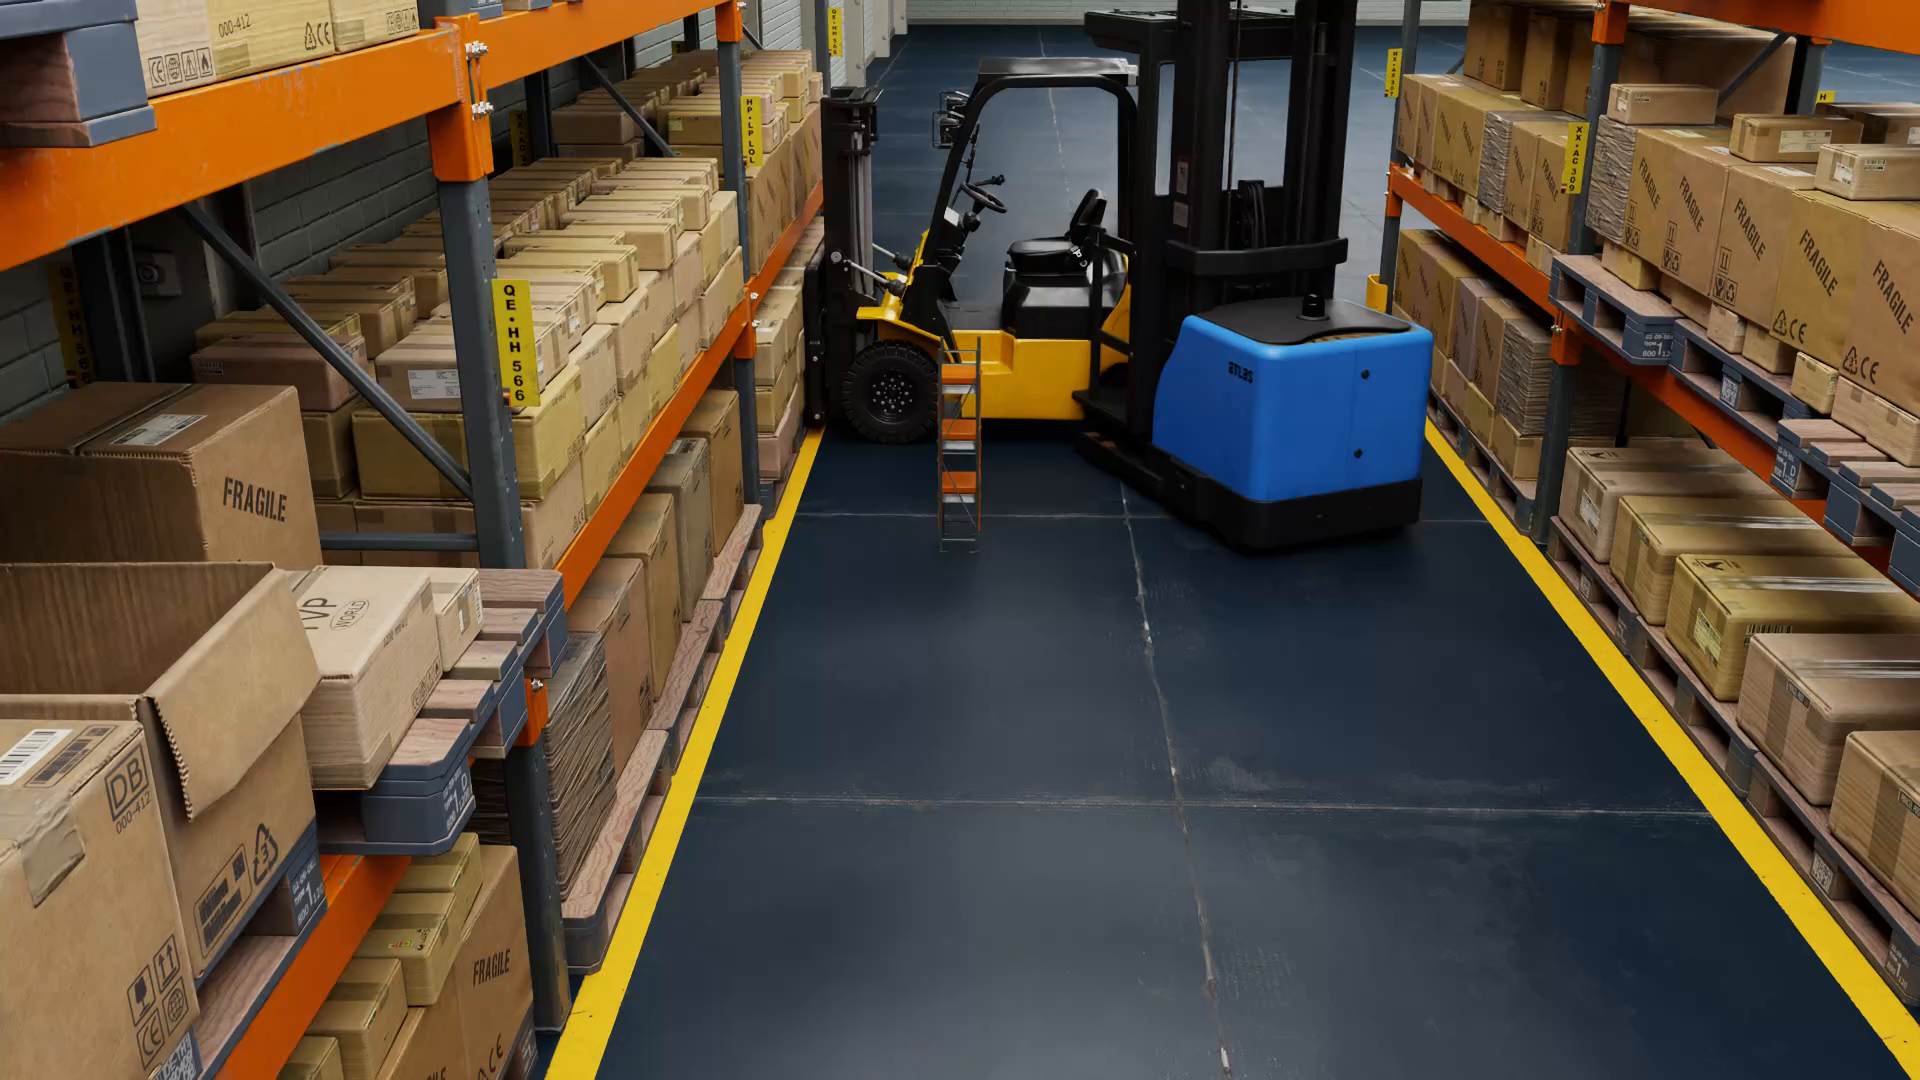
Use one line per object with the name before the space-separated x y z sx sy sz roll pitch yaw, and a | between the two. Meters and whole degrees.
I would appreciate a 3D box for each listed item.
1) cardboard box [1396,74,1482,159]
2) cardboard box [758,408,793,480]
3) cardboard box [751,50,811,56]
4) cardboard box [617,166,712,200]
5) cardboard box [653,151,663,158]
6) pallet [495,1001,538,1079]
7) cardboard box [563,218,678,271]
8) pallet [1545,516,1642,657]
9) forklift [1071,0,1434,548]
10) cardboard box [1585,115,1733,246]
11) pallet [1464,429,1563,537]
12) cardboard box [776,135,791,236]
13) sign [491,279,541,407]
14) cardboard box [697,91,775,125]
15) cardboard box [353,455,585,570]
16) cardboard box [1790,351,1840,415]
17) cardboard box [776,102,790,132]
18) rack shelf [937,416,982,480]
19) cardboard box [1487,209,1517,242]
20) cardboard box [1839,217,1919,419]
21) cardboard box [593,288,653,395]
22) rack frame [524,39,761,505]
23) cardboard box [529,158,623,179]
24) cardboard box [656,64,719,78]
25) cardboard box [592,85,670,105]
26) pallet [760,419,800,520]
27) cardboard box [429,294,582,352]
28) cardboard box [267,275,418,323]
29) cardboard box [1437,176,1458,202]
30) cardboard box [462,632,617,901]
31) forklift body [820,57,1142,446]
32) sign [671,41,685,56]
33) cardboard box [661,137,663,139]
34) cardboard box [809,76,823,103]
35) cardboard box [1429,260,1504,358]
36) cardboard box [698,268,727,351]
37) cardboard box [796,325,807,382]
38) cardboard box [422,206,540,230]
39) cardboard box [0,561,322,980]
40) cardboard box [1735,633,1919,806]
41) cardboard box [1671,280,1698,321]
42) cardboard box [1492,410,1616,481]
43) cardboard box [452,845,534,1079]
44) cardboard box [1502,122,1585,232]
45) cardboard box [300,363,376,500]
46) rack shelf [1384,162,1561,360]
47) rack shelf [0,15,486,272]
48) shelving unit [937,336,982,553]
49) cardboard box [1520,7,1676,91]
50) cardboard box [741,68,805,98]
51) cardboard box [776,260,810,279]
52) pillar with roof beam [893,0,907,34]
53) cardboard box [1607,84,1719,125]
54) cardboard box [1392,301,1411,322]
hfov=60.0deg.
cardboard box | 3.259 -2.846 11.169 0.500 0.500 0.500 0 21 1
cardboard box | -1.187 -0.521 8.947 0.500 0.250 0.500 1 21 2
cardboard box | -1.211 -3.238 11.282 0.380 0.149 0.250 1 21 2
cardboard box | -1.311 -1.566 7.383 0.380 0.149 0.250 0 21 1
cardboard box | -1.770 -1.828 8.956 0.500 0.500 0.500 1 21 2
pallet | -1.715 1.580 4.166 1.003 0.211 1.213 1 21 2
cardboard box | -1.261 -1.100 6.183 0.380 0.149 0.250 0 21 0
pallet | 3.407 0.199 7.725 1.003 0.211 1.213 1 21 2
forklift | 1.335 -1.825 9.182 1.130 2.935 3.031 -9 23 -21
cardboard box | 3.128 -1.598 7.370 0.500 0.500 0.500 1 21 3
pallet | 3.414 -0.326 9.078 1.003 0.211 1.213 1 21 2
cardboard box | -1.244 -2.012 9.430 0.500 0.500 0.500 0 21 1
sign | -1.111 -0.490 4.155 0.100 0.325 0.005 1 21 2
cardboard box | -1.199 -2.316 8.904 0.380 0.149 0.250 1 21 3
cardboard box | -1.396 -0.078 4.790 0.500 0.250 0.500 1 21 2
cardboard box | 2.991 -0.516 5.480 0.380 0.149 0.250 1 21 3
cardboard box | -1.193 -2.457 9.678 0.380 0.149 0.250 0 21 1
rack shelf | -0.002 -0.460 8.293 0.215 0.259 0.240 1 21 2
cardboard box | 3.162 -1.753 9.247 0.380 0.149 0.250 0 21 1
cardboard box | 3.048 -0.672 4.985 0.500 0.500 0.500 0 21 1
cardboard box | -1.346 -0.681 5.653 0.500 0.250 0.500 0 21 0
rack frame | -1.532 -1.436 8.084 1.000 3.000 0.127 1 21 2
cardboard box | -1.758 -1.661 7.627 0.380 0.149 0.250 0 21 0
cardboard box | -1.676 -2.876 10.349 0.380 0.149 0.250 1 21 3
cardboard box | -1.808 -2.414 9.156 0.380 0.149 0.250 0 21 1
pallet | -1.466 -0.423 9.328 1.003 0.211 1.213 1 21 2
cardboard box | -1.361 -0.641 4.999 0.380 0.149 0.250 1 21 3
cardboard box | -1.944 -0.737 5.247 0.380 0.149 0.250 0 21 1
cardboard box | 3.223 -2.220 10.451 0.380 0.149 0.250 1 21 3
cardboard box | -1.621 0.696 5.291 0.875 0.625 0.625 1 21 3
forklift body | 0.355 -1.781 10.146 2.313 2.155 1.214 1 21 2
sign | -1.965 -3.331 11.662 0.100 0.325 0.005 1 21 2
cardboard box | -1.821 -2.185 8.978 0.380 0.149 0.250 1 21 2
cardboard box | -1.119 -3.010 11.106 0.380 0.149 0.250 1 21 2
cardboard box | 3.215 -1.425 10.239 0.500 0.500 0.500 1 21 3
cardboard box | -1.296 -0.999 7.165 0.500 0.250 0.500 1 21 1
cardboard box | -1.169 -1.118 9.794 0.500 0.250 0.500 0 21 1
cardboard box | -1.849 -1.200 6.440 0.380 0.149 0.250 0 21 1
cardboard box | -1.519 0.358 2.735 0.797 0.503 0.637 0 21 0
cardboard box | 3.349 0.621 5.833 0.950 0.372 0.625 0 21 1
cardboard box | 3.098 -0.979 6.673 0.380 0.149 0.250 1 21 2
cardboard box | 3.178 -0.514 8.927 0.500 0.250 0.500 2 21 4
cardboard box | -1.452 1.135 4.333 0.500 0.500 0.500 1 21 3
cardboard box | 3.203 -1.918 8.776 0.500 0.500 0.500 1 21 3
cardboard box | -1.918 -0.319 4.720 0.500 0.250 0.500 1 21 3
rack shelf | 3.490 -1.771 9.940 1.077 0.370 4.000 1 21 2
rack shelf | -1.715 -0.330 2.080 1.077 0.370 4.000 1 21 2
shelving unit | -0.002 -0.470 8.289 0.215 1.050 0.252 1 21 2
cardboard box | 3.818 -2.925 9.989 0.700 0.500 0.500 0 21 1
cardboard box | -1.150 -2.776 10.090 0.380 0.149 0.250 1 21 3
cardboard box | -1.151 -1.542 10.195 0.500 0.250 0.500 0 21 1
pillar with roof beam | 2.883 -16.237 37.936 9.100 9.000 0.400 1 21 2
cardboard box | 3.061 -1.900 7.253 0.380 0.149 0.250 1 21 1
cardboard box | 3.250 -1.455 11.352 0.500 0.250 0.500 0 21 1
